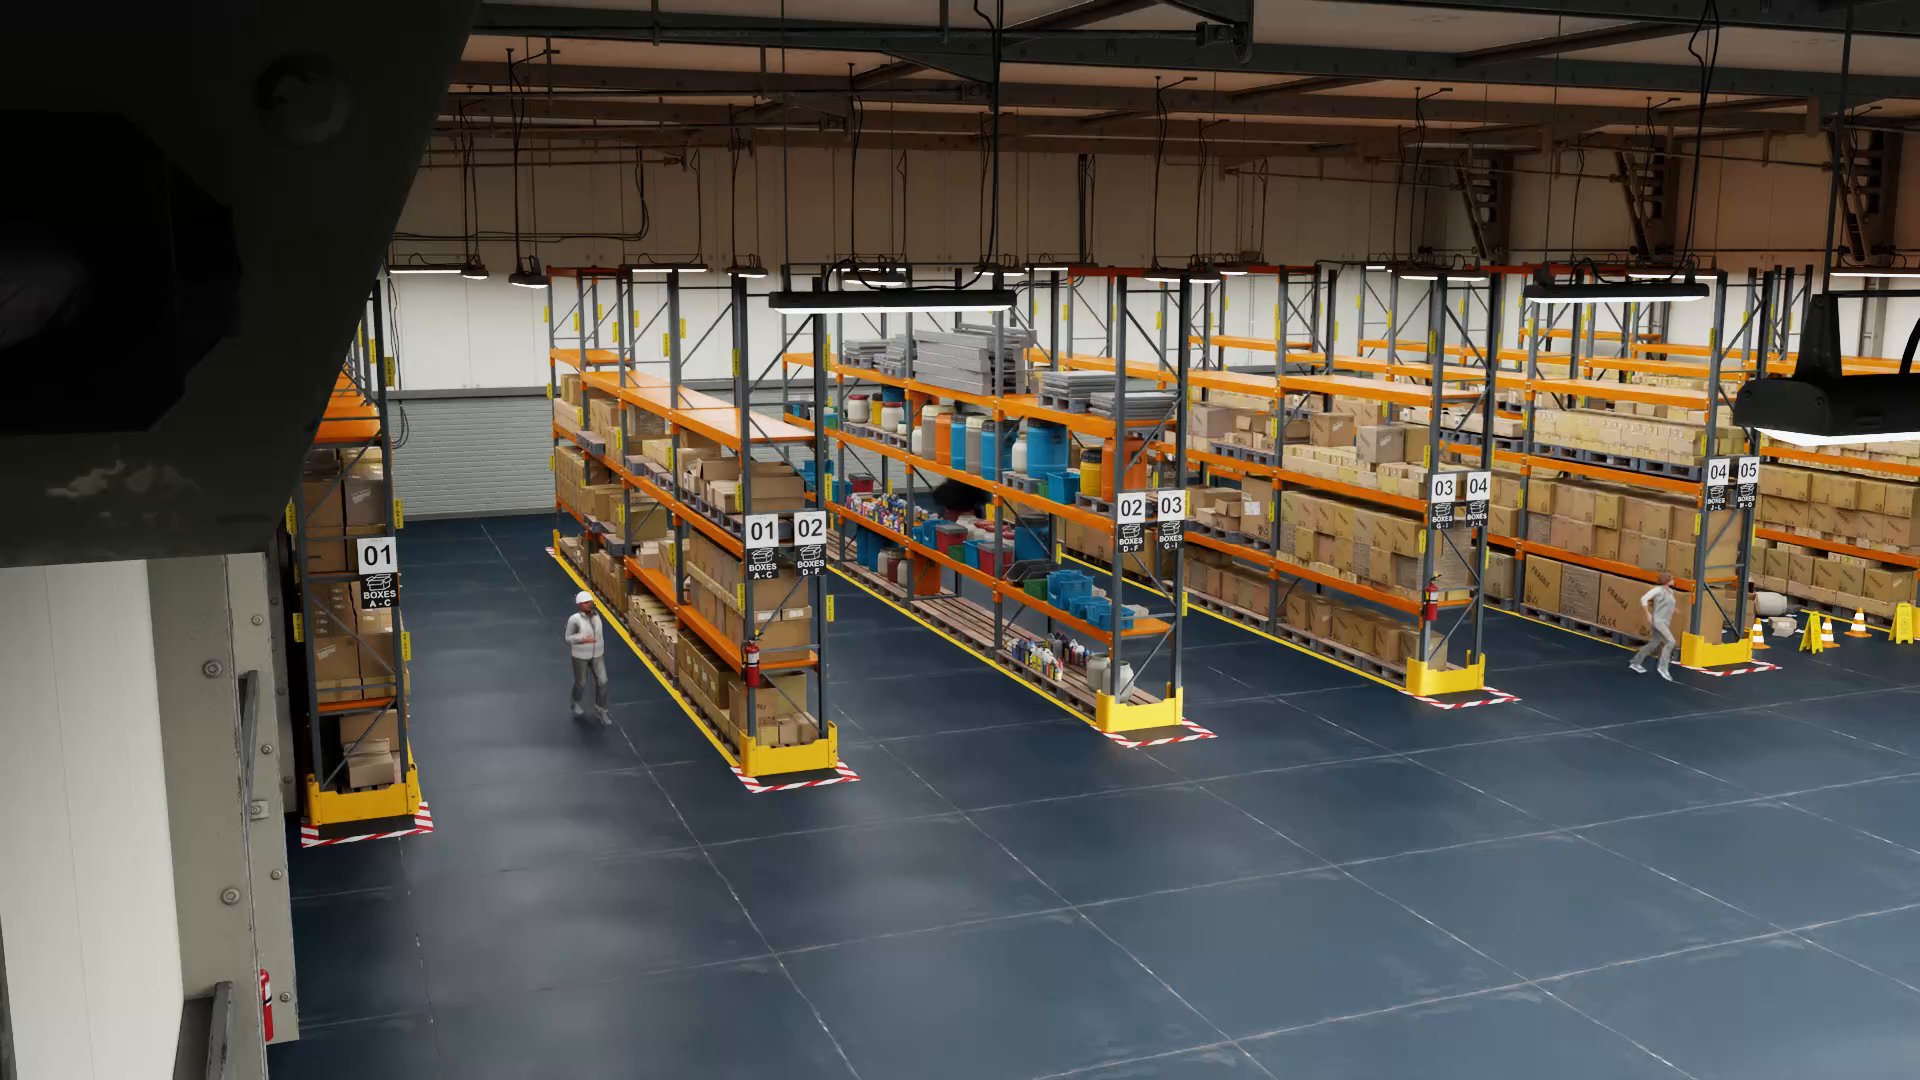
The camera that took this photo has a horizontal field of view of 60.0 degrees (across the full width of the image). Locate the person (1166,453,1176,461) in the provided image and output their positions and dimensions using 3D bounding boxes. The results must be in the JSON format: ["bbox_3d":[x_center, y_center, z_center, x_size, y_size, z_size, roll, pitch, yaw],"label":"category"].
[{"bbox_3d":[5.371,-1.639,41.437,0.720,1.715,0.594,-7,12,-36],"label":"person"}]

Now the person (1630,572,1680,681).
[{"bbox_3d":[10.476,1.251,24.939,0.683,1.578,0.548,9,13,42],"label":"person"}]

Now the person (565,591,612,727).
[{"bbox_3d":[-5.049,1.581,22.440,0.644,1.824,0.805,-8,13,-38],"label":"person"}]
